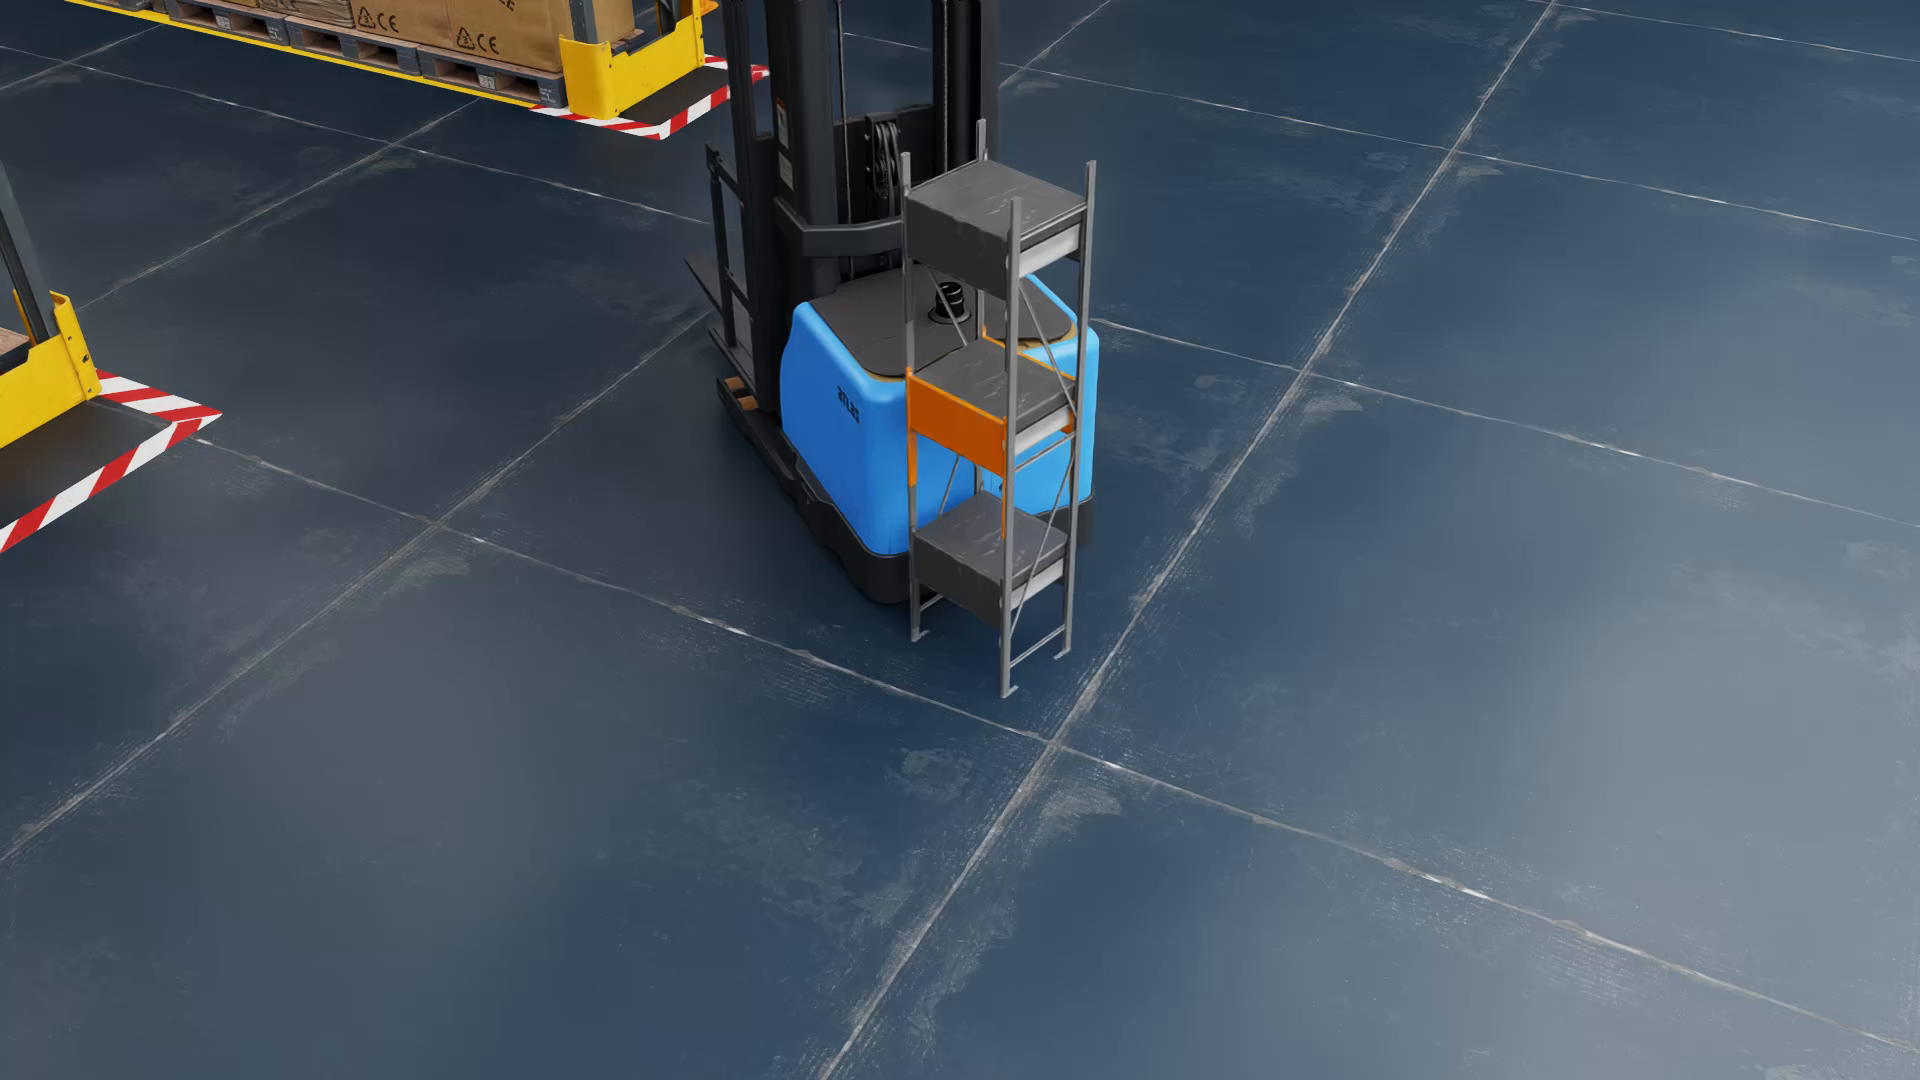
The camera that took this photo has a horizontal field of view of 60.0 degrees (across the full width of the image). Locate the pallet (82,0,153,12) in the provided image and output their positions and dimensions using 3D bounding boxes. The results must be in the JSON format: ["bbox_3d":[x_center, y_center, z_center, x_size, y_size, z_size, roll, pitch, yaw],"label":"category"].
[{"bbox_3d":[-6.476,-4.468,12.962,1.213,0.211,1.003,17,41,21],"label":"pallet"}]

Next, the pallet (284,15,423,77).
[{"bbox_3d":[-4.029,-3.702,11.953,1.213,0.211,1.003,17,41,21],"label":"pallet"}]

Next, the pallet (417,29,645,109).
[{"bbox_3d":[-2.950,-3.362,11.505,1.213,0.211,1.003,17,41,21],"label":"pallet"}]

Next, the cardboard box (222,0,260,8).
[{"bbox_3d":[-5.230,-4.513,12.125,0.875,0.875,0.875,18,41,22],"label":"cardboard box"}]

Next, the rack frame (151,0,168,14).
[{"bbox_3d":[-5.756,-5.405,11.889,0.127,3.000,1.000,17,41,21],"label":"rack frame"}]

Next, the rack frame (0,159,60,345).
[{"bbox_3d":[-4.575,-1.658,6.953,0.127,3.000,1.000,17,41,21],"label":"rack frame"}]

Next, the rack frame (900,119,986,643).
[{"bbox_3d":[-0.055,-0.511,6.186,0.015,2.100,0.400,30,46,33],"label":"rack frame"}]

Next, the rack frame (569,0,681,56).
[{"bbox_3d":[-2.204,-4.293,10.424,0.127,3.000,1.000,17,41,21],"label":"rack frame"}]

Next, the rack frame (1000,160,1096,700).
[{"bbox_3d":[0.300,-0.308,5.919,0.015,2.100,0.400,30,46,33],"label":"rack frame"}]

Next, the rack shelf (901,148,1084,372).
[{"bbox_3d":[0.122,-0.956,5.638,0.480,0.518,0.431,30,46,33],"label":"rack shelf"}]

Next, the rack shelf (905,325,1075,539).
[{"bbox_3d":[0.122,-0.399,6.061,0.480,0.518,0.431,30,46,33],"label":"rack shelf"}]

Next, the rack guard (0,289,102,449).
[{"bbox_3d":[-4.642,-0.683,7.737,0.348,0.500,1.175,17,41,21],"label":"rack guard"}]

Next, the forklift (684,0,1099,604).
[{"bbox_3d":[-0.523,-1.791,7.185,1.130,2.935,3.031,-16,40,-20],"label":"forklift"}]

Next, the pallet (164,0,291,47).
[{"bbox_3d":[-5.117,-4.041,12.398,1.213,0.211,1.003,17,41,21],"label":"pallet"}]

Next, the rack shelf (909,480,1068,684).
[{"bbox_3d":[0.122,0.159,6.484,0.480,0.518,0.431,30,46,33],"label":"rack shelf"}]

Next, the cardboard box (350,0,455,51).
[{"bbox_3d":[-3.619,-4.010,11.462,0.875,0.875,0.875,17,40,21],"label":"cardboard box"}]

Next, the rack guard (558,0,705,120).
[{"bbox_3d":[-2.183,-3.290,11.171,0.348,0.500,1.175,17,41,21],"label":"rack guard"}]

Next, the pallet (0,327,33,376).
[{"bbox_3d":[-5.347,-0.813,8.146,1.213,0.211,1.003,17,41,21],"label":"pallet"}]

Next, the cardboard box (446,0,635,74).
[{"bbox_3d":[-2.837,-3.767,11.141,0.875,0.875,0.875,18,41,22],"label":"cardboard box"}]

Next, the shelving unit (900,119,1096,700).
[{"bbox_3d":[0.122,-0.409,6.053,0.503,2.100,0.431,30,46,33],"label":"shelving unit"}]

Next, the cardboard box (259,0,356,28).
[{"bbox_3d":[-4.428,-4.265,11.797,0.875,0.875,0.875,18,41,22],"label":"cardboard box"}]

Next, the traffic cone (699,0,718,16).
[{"bbox_3d":[-2.023,-4.192,12.390,0.334,0.463,0.336,17,41,21],"label":"traffic cone"}]
